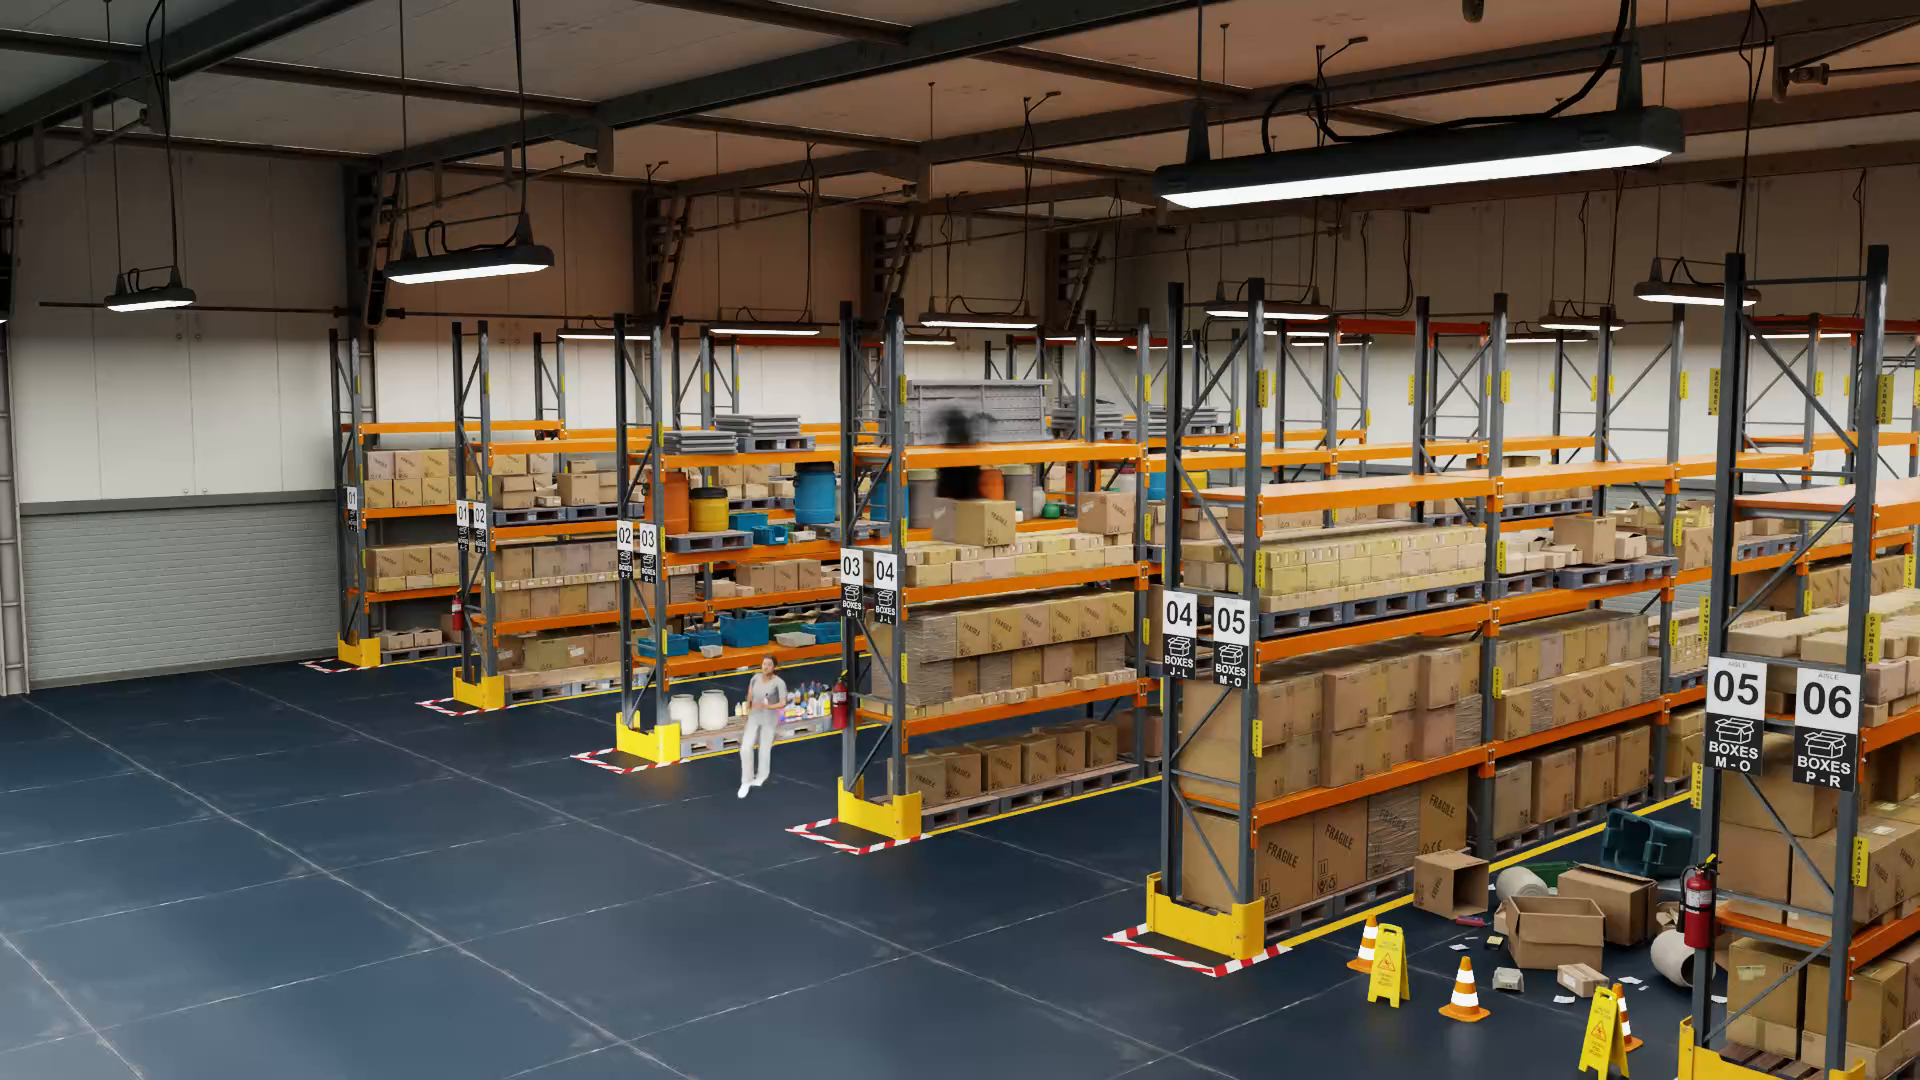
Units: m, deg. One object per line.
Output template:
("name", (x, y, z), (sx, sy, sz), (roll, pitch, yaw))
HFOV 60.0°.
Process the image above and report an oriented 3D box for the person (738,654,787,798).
("person", (-2.268, 2.155, 19.502), (0.592, 1.698, 0.664), (1, 6, 13))
